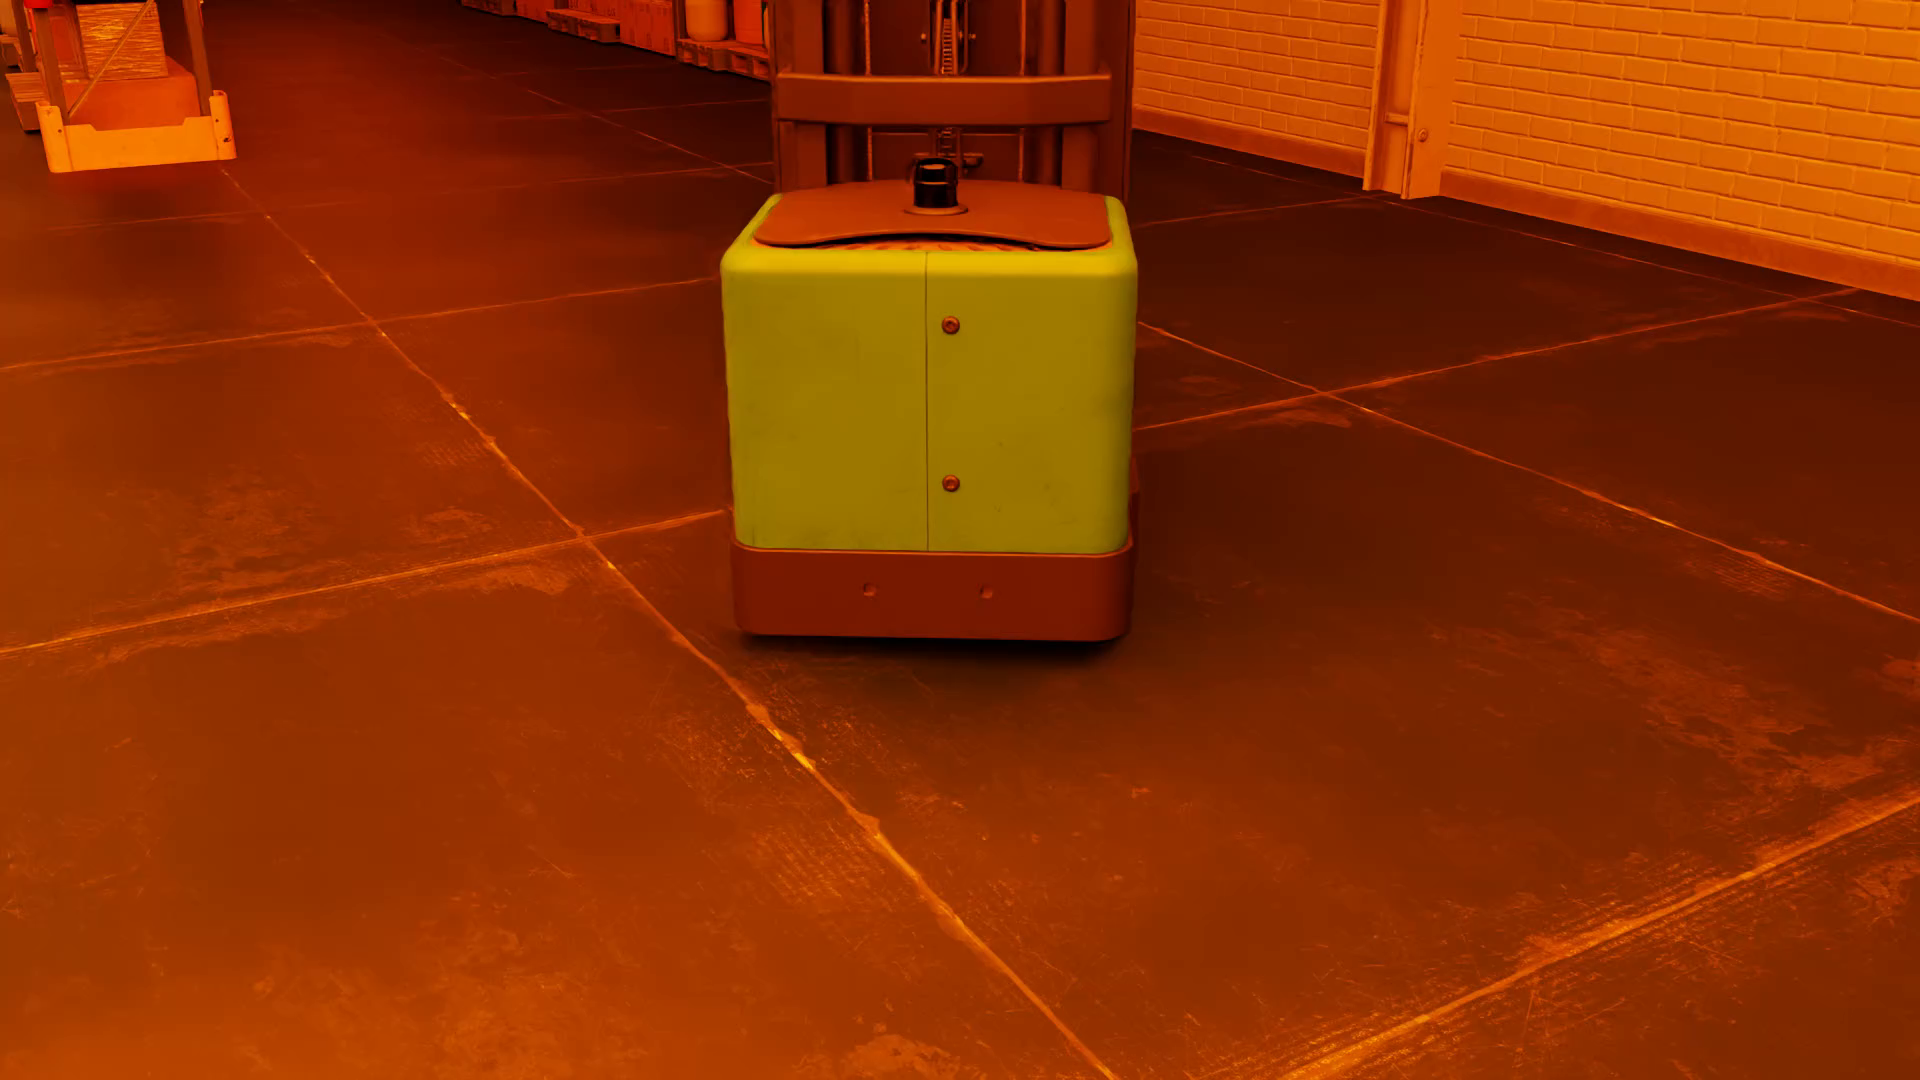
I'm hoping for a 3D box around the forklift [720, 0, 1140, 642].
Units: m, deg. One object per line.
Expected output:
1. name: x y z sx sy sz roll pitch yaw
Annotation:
1. forklift: -0.014 -1.607 5.191 1.130 2.935 3.031 1 22 2
